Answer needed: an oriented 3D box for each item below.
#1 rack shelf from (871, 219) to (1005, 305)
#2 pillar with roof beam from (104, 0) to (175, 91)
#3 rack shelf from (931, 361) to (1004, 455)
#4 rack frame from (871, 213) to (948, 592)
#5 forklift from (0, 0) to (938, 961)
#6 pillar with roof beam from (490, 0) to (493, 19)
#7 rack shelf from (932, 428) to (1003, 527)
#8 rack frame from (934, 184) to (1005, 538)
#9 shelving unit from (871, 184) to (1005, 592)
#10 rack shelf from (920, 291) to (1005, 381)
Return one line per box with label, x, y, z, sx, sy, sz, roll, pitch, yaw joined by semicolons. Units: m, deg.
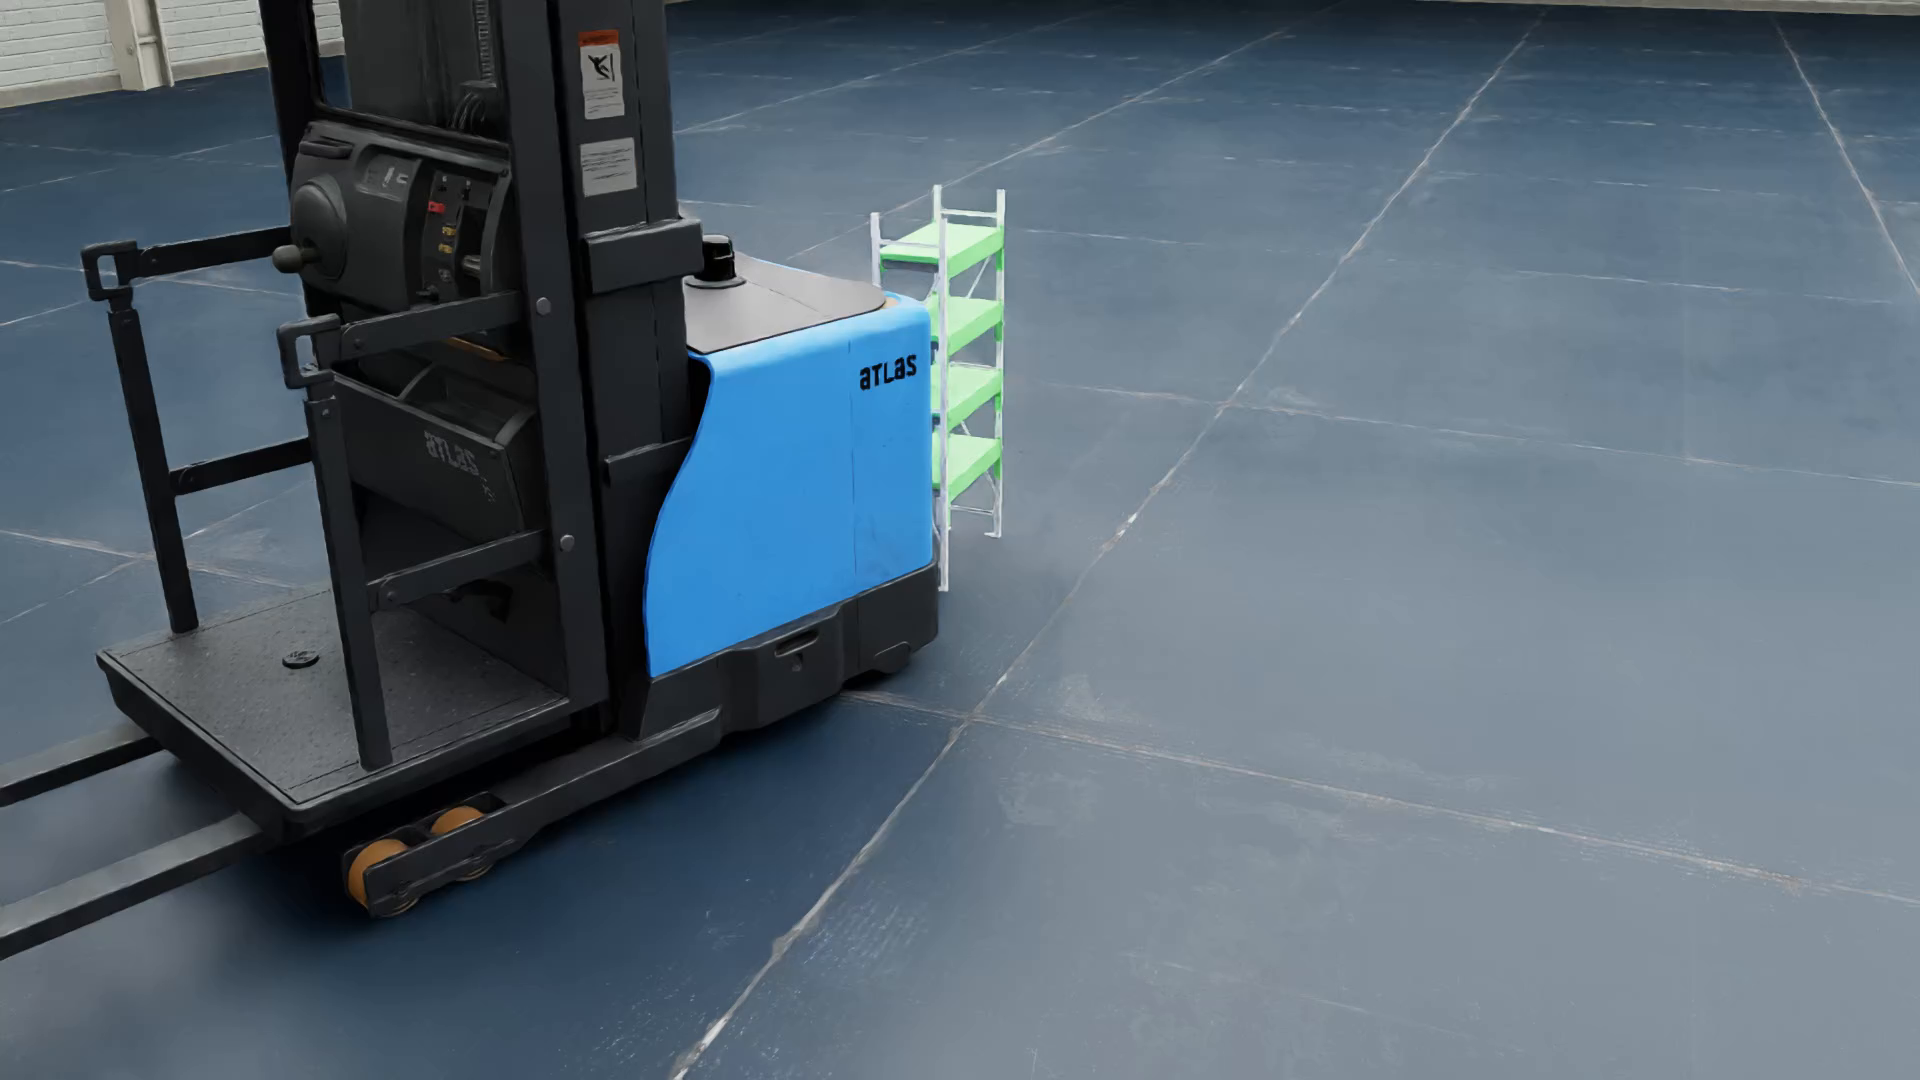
rack shelf;-0.062;-0.878;5.217;0.258;0.148;0.480;9;24;20
pillar with roof beam;-4.065;-8.028;13.295;9.100;9.000;0.400;9;24;20
rack shelf;-0.061;-0.435;5.402;0.258;0.148;0.480;9;24;20
rack frame;-0.152;-0.407;5.168;0.240;1.200;0.015;9;24;20
forklift;-1.447;-0.732;3.700;1.130;2.935;3.031;20;30;40
pillar with roof beam;-1.837;-10.176;18.436;9.100;9.000;0.400;9;24;20
rack shelf;-0.061;-0.214;5.494;0.258;0.148;0.480;9;24;20
rack frame;0.029;-0.582;5.586;0.240;1.200;0.015;9;24;20
shelving unit;-0.061;-0.494;5.377;0.258;1.200;0.503;9;24;20
rack shelf;-0.061;-0.657;5.309;0.258;0.148;0.480;9;24;20
